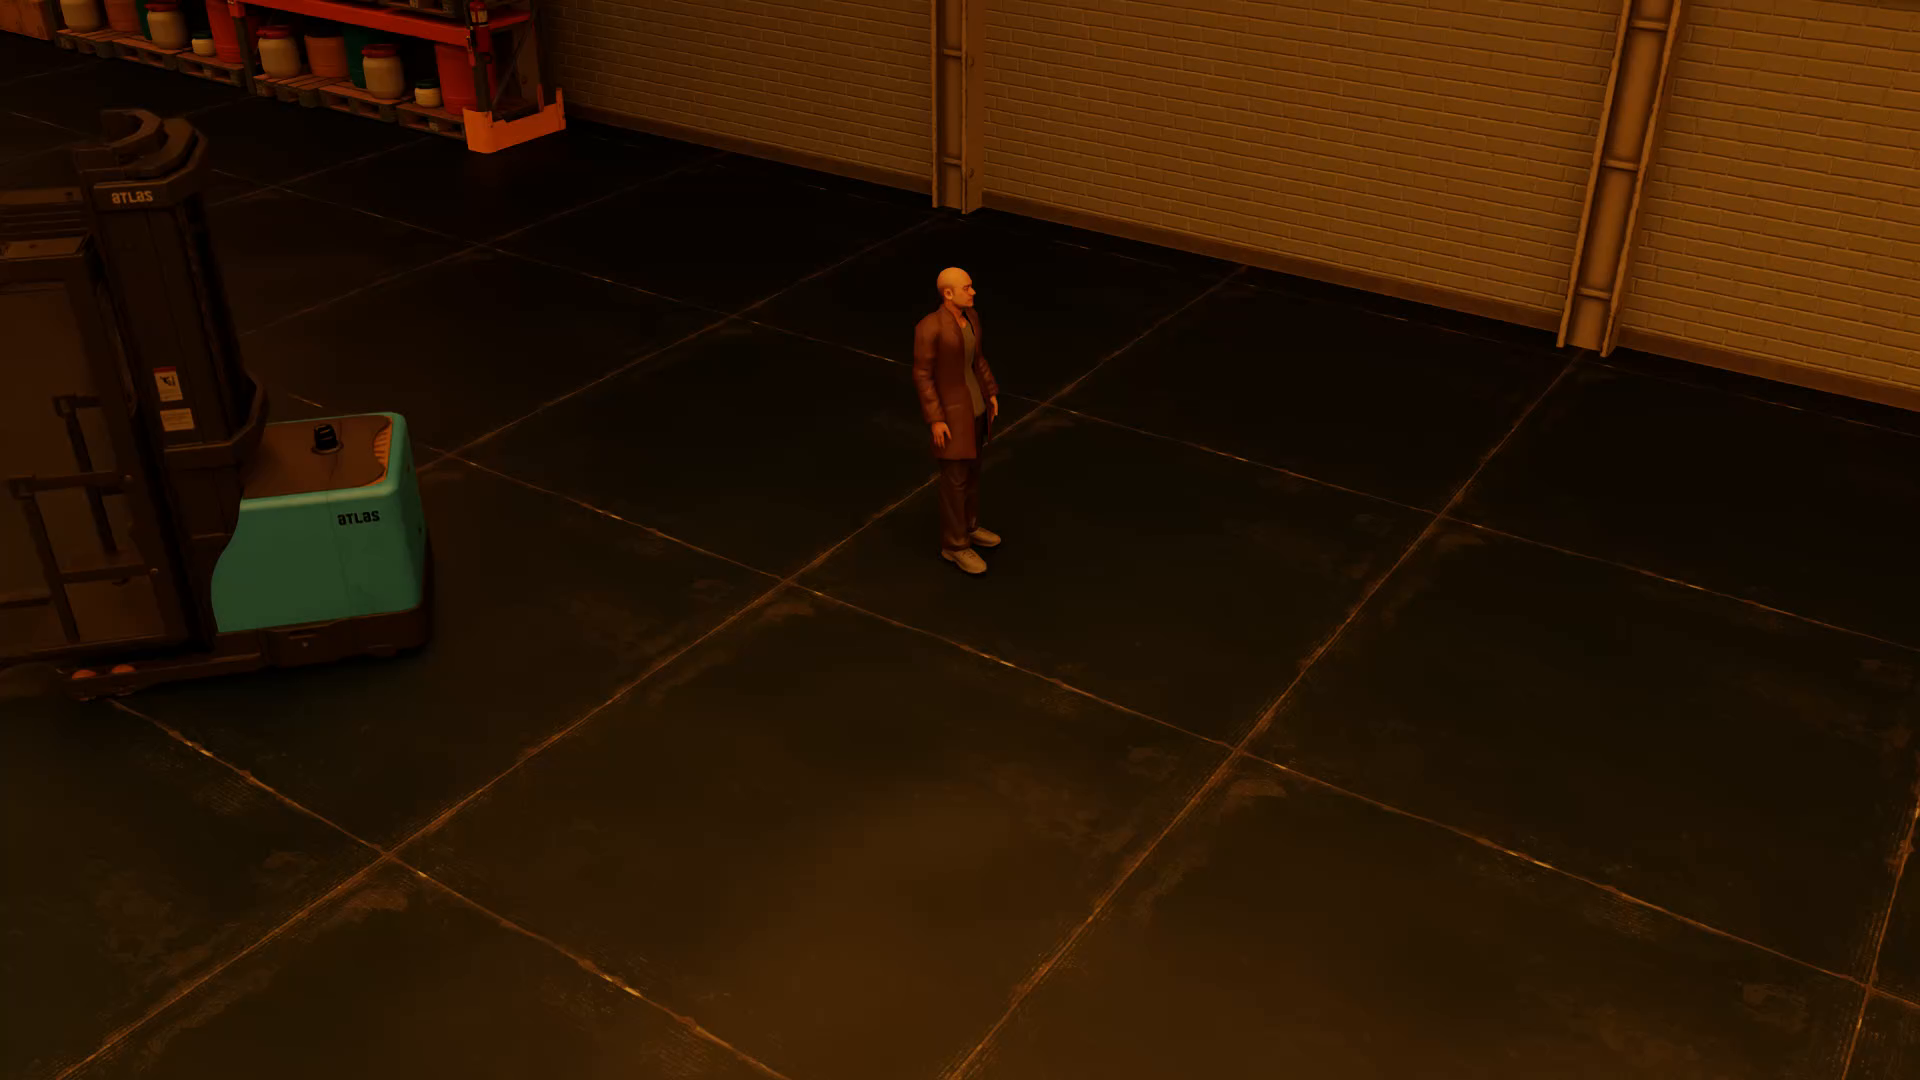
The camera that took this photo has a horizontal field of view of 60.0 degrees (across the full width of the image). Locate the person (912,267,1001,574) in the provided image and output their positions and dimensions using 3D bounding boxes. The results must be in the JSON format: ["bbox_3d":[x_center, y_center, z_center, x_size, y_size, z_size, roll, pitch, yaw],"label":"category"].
[{"bbox_3d":[0.074,-0.748,10.002,0.579,1.778,0.698,19,35,29],"label":"person"}]

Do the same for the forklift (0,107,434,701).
[{"bbox_3d":[-4.576,-0.689,8.768,3.031,2.935,1.130,-7,31,-12],"label":"forklift"}]
